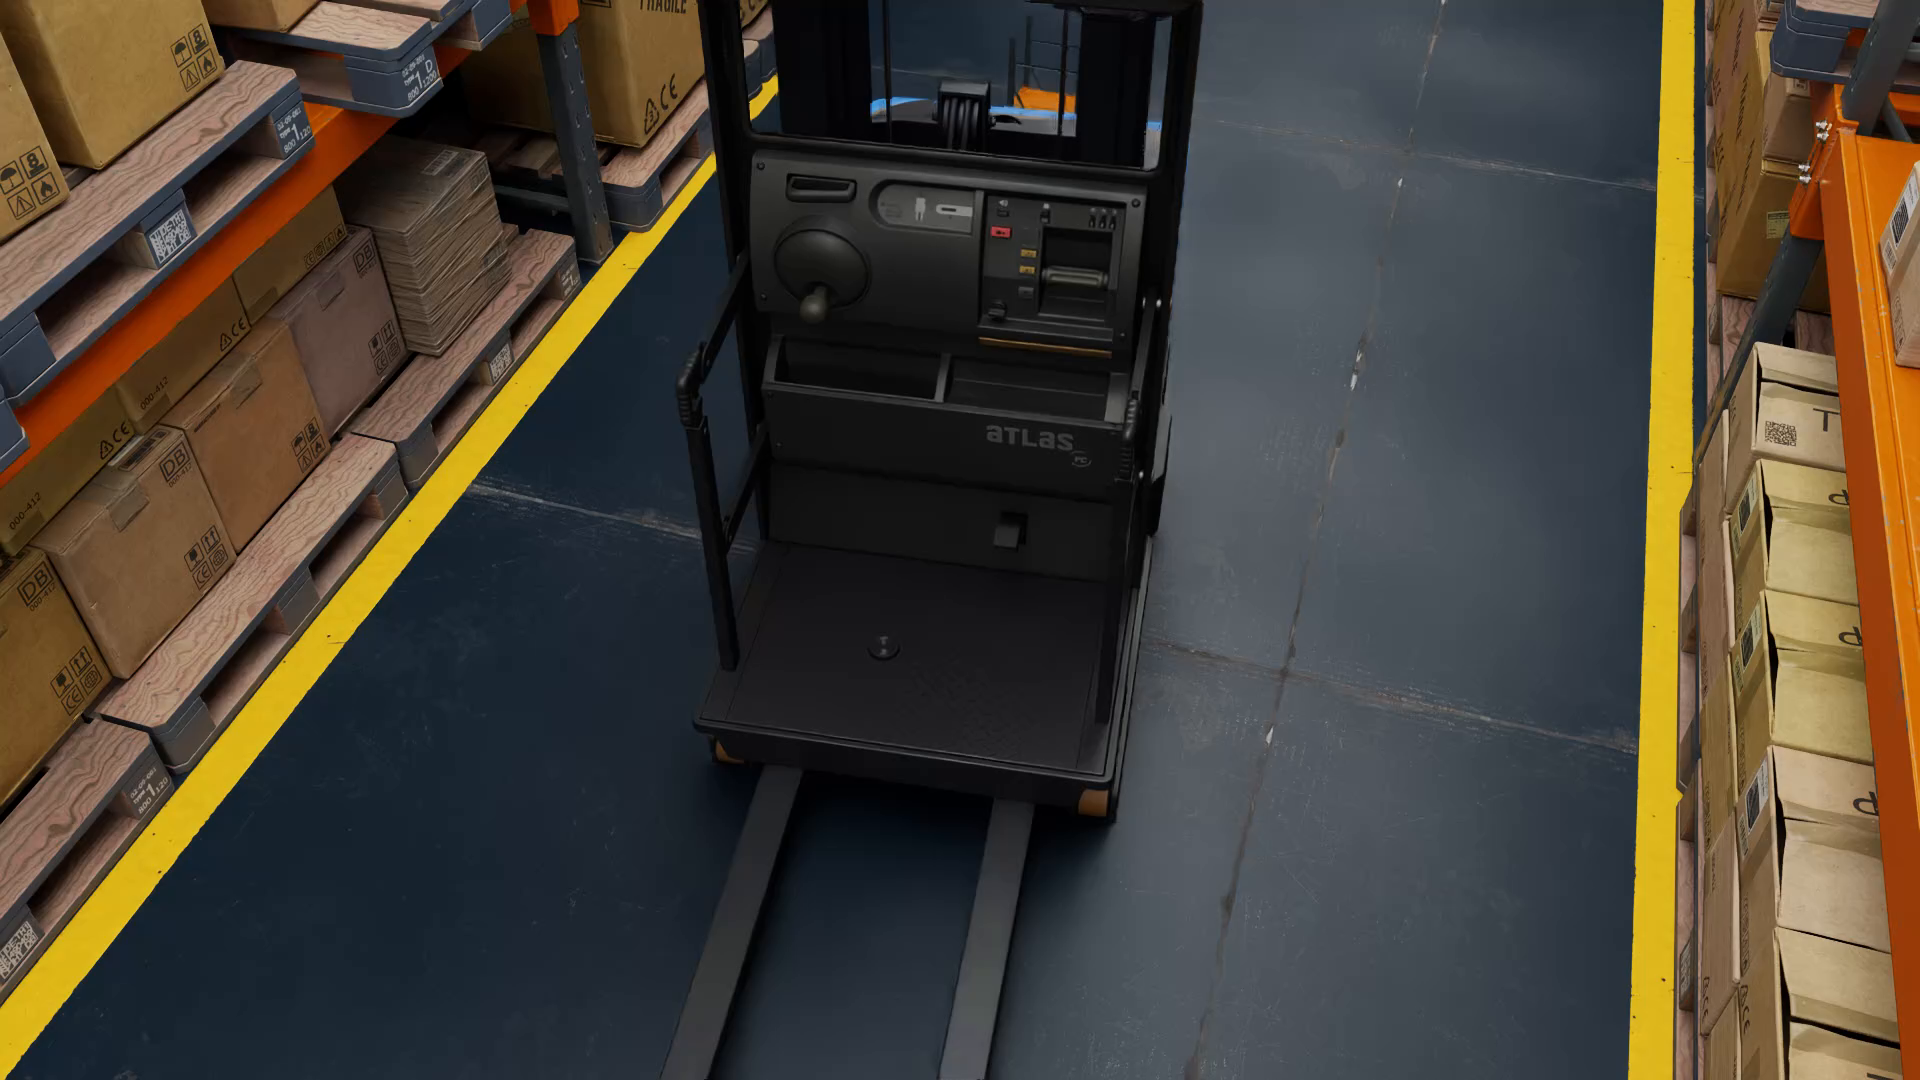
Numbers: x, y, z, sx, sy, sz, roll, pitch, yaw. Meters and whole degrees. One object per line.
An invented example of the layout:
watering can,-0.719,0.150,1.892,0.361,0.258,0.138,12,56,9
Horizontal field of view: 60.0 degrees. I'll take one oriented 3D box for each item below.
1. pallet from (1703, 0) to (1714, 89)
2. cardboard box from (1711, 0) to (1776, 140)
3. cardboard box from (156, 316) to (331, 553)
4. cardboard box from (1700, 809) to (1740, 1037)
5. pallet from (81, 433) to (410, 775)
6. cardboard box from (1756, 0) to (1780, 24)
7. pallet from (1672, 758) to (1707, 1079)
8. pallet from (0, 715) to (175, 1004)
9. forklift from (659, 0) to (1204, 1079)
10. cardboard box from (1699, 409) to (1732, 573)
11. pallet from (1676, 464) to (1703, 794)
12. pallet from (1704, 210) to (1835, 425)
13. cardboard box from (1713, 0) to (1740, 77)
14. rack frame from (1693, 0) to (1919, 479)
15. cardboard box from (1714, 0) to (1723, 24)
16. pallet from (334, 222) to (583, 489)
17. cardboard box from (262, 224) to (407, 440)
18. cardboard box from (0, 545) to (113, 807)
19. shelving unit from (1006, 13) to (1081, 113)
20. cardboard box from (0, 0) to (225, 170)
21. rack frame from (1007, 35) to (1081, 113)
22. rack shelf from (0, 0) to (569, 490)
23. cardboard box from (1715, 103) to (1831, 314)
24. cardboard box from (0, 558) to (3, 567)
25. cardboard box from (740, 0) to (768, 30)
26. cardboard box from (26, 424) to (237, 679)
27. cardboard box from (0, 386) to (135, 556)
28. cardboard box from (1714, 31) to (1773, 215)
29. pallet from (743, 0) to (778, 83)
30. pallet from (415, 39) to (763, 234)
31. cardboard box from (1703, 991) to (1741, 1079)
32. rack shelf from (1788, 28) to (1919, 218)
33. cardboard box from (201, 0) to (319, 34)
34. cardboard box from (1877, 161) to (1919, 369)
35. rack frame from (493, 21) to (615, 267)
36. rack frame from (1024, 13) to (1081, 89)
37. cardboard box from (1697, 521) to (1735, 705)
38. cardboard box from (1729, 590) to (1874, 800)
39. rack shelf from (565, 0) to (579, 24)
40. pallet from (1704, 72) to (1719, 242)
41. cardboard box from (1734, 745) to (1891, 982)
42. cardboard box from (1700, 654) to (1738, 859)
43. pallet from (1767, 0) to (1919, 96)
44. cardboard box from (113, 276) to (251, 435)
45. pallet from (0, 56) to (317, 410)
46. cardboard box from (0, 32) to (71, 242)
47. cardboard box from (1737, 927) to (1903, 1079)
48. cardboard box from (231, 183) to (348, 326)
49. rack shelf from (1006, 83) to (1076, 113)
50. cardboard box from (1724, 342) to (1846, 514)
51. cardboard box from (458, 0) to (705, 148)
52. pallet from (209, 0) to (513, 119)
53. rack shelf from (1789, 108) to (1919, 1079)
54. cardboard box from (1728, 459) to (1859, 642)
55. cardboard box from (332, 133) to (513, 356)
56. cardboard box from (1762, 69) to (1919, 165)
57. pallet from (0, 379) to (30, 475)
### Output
pallet,3.901,-2.329,7.479,1.003,0.211,1.213,13,46,13
cardboard box,3.269,-1.843,6.461,0.500,0.500,0.500,11,45,11
cardboard box,-2.381,-0.373,4.960,0.700,0.500,0.500,12,46,12
cardboard box,2.003,0.935,3.816,0.500,0.250,0.500,13,46,13
pallet,-2.432,0.071,5.026,1.003,0.211,1.213,13,46,13
cardboard box,3.278,-2.136,6.225,0.500,0.250,0.500,12,46,12
pallet,2.242,1.138,3.936,1.003,0.211,1.213,13,46,13
pallet,-2.799,0.887,4.192,1.003,0.211,1.213,13,46,13
forklift,-0.073,-0.584,3.751,1.130,2.935,3.031,7,45,7
cardboard box,2.461,-0.090,4.863,0.500,0.250,0.500,12,46,12
pallet,2.613,0.327,4.764,1.003,0.211,1.213,13,46,13
pallet,3.162,-0.703,5.817,1.003,0.211,1.213,13,46,13
cardboard box,3.423,-2.180,6.805,0.500,0.500,0.500,13,46,13
rack frame,2.900,-1.210,4.342,1.000,3.000,0.127,13,46,13
cardboard box,3.581,-2.511,7.144,0.500,0.500,0.500,13,46,13
pallet,-2.060,-0.739,5.854,1.003,0.211,1.213,13,46,13
cardboard box,-2.258,-0.711,5.304,0.700,0.500,0.500,12,46,12
cardboard box,-2.718,0.297,4.275,0.700,0.500,0.500,12,46,12
shelving unit,0.281,-1.116,5.524,0.258,1.200,0.189,13,41,13
cardboard box,-2.311,-1.299,4.047,0.700,0.500,0.500,13,46,13
rack frame,0.253,-1.061,5.457,0.240,1.200,0.006,13,41,13
rack shelf,-2.428,-0.666,4.300,1.077,0.370,4.000,13,46,13
cardboard box,2.959,-1.147,5.750,0.500,0.500,0.500,14,46,14
cardboard box,-2.697,0.090,3.950,0.500,0.250,0.500,12,46,12
cardboard box,-1.203,-2.683,7.084,0.750,0.750,0.750,12,46,12
cardboard box,-2.525,-0.035,4.614,0.700,0.500,0.500,13,46,13
cardboard box,-2.543,-0.258,4.306,0.500,0.250,0.500,11,46,11
cardboard box,3.116,-1.492,6.102,0.500,0.500,0.500,11,45,11
pallet,-1.141,-2.580,7.735,1.003,0.211,1.213,13,46,13
pallet,-1.512,-1.769,6.907,1.003,0.211,1.213,13,46,13
cardboard box,1.847,1.273,3.470,0.500,0.250,0.500,13,46,13
rack shelf,3.505,-2.286,5.955,1.077,0.370,4.000,13,46,13
cardboard box,-2.099,-1.756,4.513,0.700,0.500,0.500,9,45,9
cardboard box,2.444,-0.623,3.805,0.500,0.311,0.500,12,46,12
rack frame,-1.822,-2.256,5.411,1.000,3.000,0.127,13,46,13
rack frame,0.310,-1.172,5.591,0.240,1.200,0.006,13,41,13
cardboard box,2.310,0.245,4.521,0.500,0.250,0.500,11,46,11
cardboard box,2.154,0.401,3.960,0.500,0.311,0.500,11,46,11
rack shelf,-1.217,-3.332,7.025,1.077,0.370,4.000,13,46,13
pallet,3.533,-1.513,6.646,1.003,0.211,1.213,13,46,13
cardboard box,1.999,0.744,3.610,0.500,0.311,0.500,12,46,12
cardboard box,2.158,0.593,4.165,0.500,0.250,0.500,11,46,11
pallet,3.038,-1.608,4.886,1.213,0.211,1.003,13,46,13
cardboard box,-2.374,-0.587,4.641,0.500,0.250,0.500,12,46,12
pallet,-2.383,-0.860,4.121,1.003,0.211,1.213,13,46,13
cardboard box,-2.501,-0.932,3.671,0.700,0.500,0.500,19,47,18
cardboard box,1.843,1.078,3.269,0.500,0.311,0.500,12,46,12
cardboard box,-2.223,-0.931,4.993,0.500,0.250,0.500,13,46,13
rack shelf,0.290,-1.359,5.322,0.258,0.103,0.180,13,41,13
cardboard box,2.461,-0.291,4.667,0.500,0.311,0.500,14,46,14
cardboard box,-1.475,-2.101,6.489,0.750,0.750,0.750,12,46,12
pallet,-1.937,-1.690,4.970,1.213,0.211,1.003,13,46,13
rack shelf,2.294,0.381,3.231,1.077,0.370,4.000,13,46,13
cardboard box,2.310,0.061,4.307,0.500,0.311,0.500,11,46,12
cardboard box,-1.991,-1.029,5.630,0.700,0.500,0.500,13,46,13
cardboard box,2.972,-1.453,5.527,0.500,0.250,0.500,14,46,14
pallet,-2.664,0.000,3.243,1.003,0.211,1.213,13,46,13
